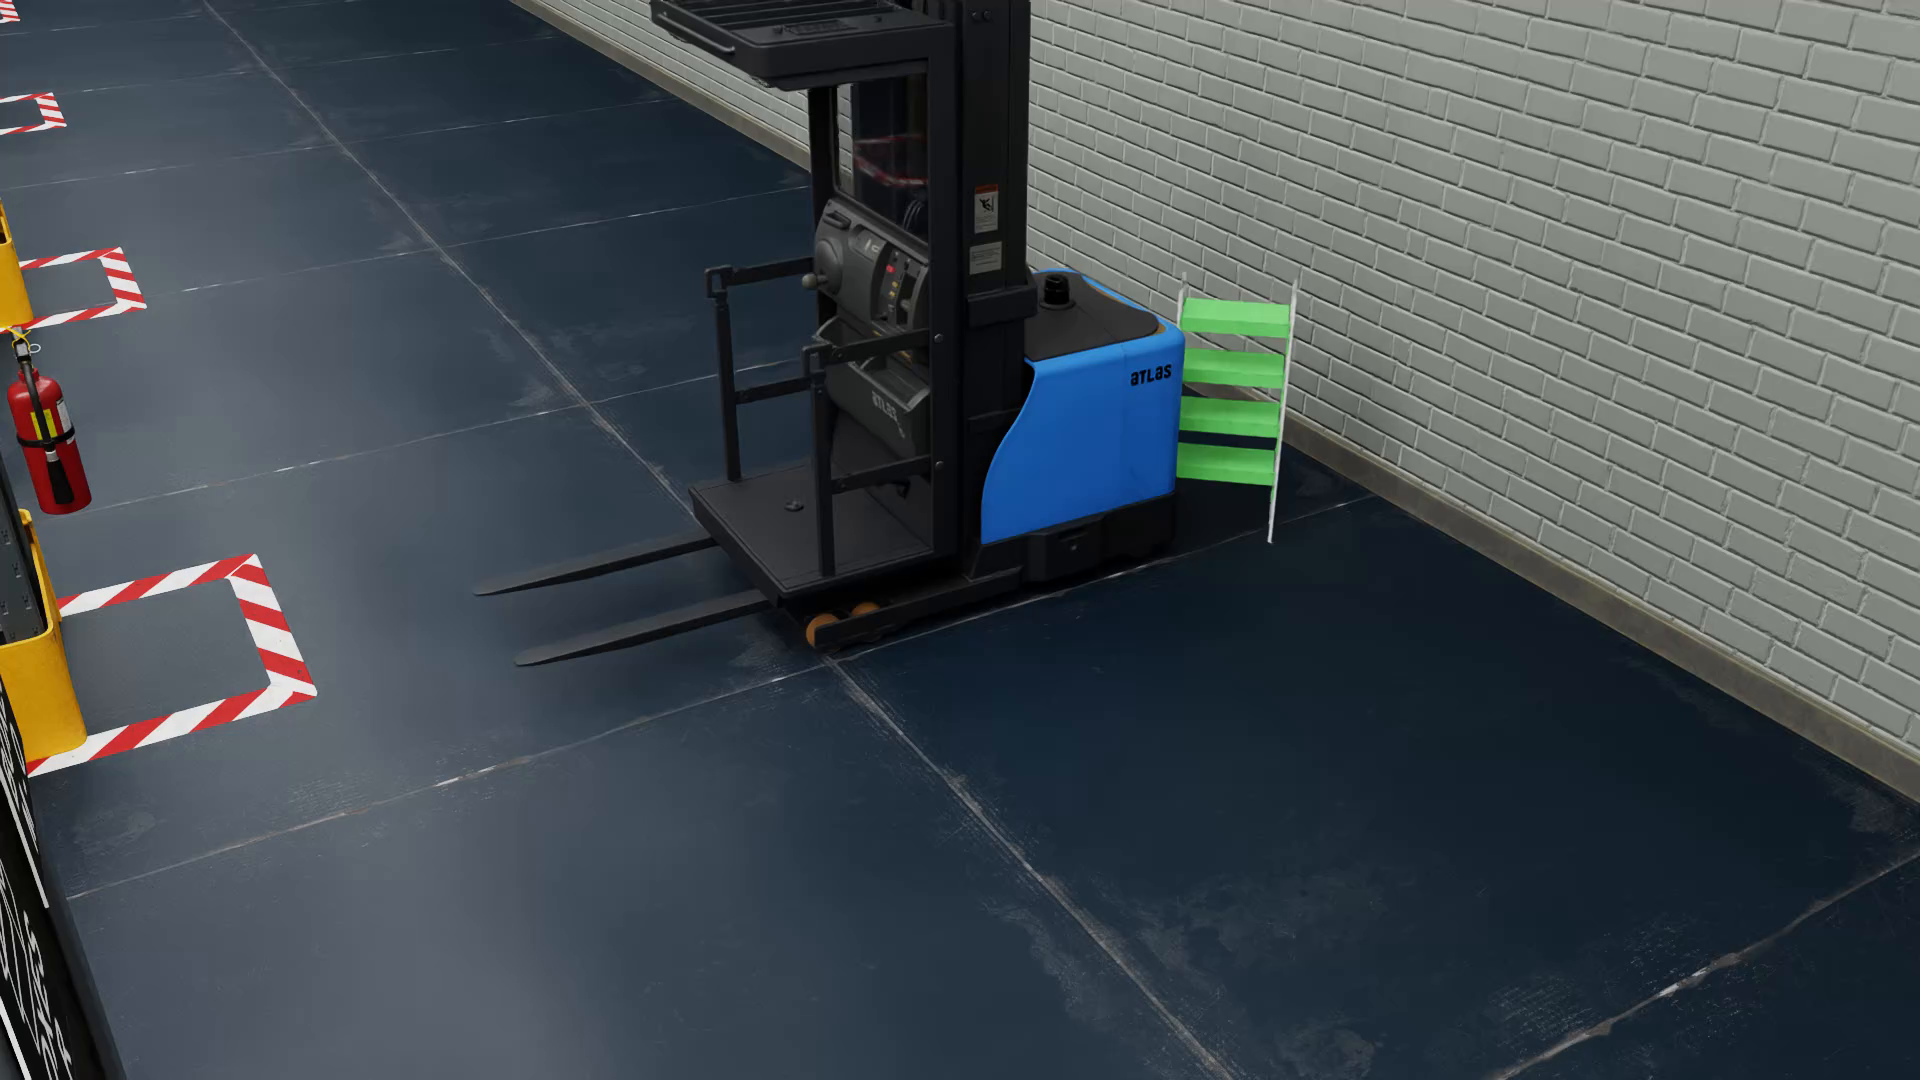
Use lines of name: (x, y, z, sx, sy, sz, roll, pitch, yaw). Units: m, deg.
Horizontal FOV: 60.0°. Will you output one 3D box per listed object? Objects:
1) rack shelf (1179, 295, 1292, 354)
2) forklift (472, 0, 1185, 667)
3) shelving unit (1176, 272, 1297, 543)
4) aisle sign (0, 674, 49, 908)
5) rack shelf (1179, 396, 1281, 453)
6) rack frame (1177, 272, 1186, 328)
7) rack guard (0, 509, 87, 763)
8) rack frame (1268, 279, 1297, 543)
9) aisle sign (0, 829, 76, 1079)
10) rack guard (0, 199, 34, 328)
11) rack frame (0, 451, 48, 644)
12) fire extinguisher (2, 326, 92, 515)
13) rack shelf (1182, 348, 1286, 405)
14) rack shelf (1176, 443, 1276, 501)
rack shelf: (1.222, -0.957, 7.380, 0.480, 0.148, 0.258, 5, 29, 10)
forklift: (-0.549, -1.100, 6.710, 3.031, 2.935, 1.130, -15, 32, -25)
shelving unit: (1.222, -0.592, 7.581, 0.503, 1.200, 0.258, 5, 29, 10)
aisle sign: (-1.185, 0.010, 1.936, 0.004, 0.787, 0.394, -16, 33, -26)
rack shelf: (1.222, -0.536, 7.612, 0.480, 0.148, 0.258, 5, 29, 10)
rack frame: (0.983, -0.615, 7.622, 0.015, 1.200, 0.240, 5, 29, 10)
rack guard: (-3.761, 0.363, 6.575, 0.348, 0.500, 1.175, -16, 33, -26)
rack frame: (1.462, -0.570, 7.540, 0.015, 1.200, 0.240, 5, 29, 10)
aisle sign: (-0.882, 0.260, 1.483, 0.004, 0.787, 0.394, -16, 33, -26)
rack guard: (-6.100, -1.753, 10.409, 0.348, 0.500, 1.175, -16, 33, -26)
rack frame: (-3.696, -0.750, 6.005, 0.127, 3.000, 1.000, -16, 33, -26)
fire extinguisher: (-3.245, -0.423, 5.877, 0.183, 0.674, 0.296, -16, 33, -26)
rack shelf: (1.222, -0.746, 7.496, 0.480, 0.148, 0.258, 5, 29, 10)
rack shelf: (1.222, -0.326, 7.728, 0.480, 0.148, 0.258, 5, 29, 10)
